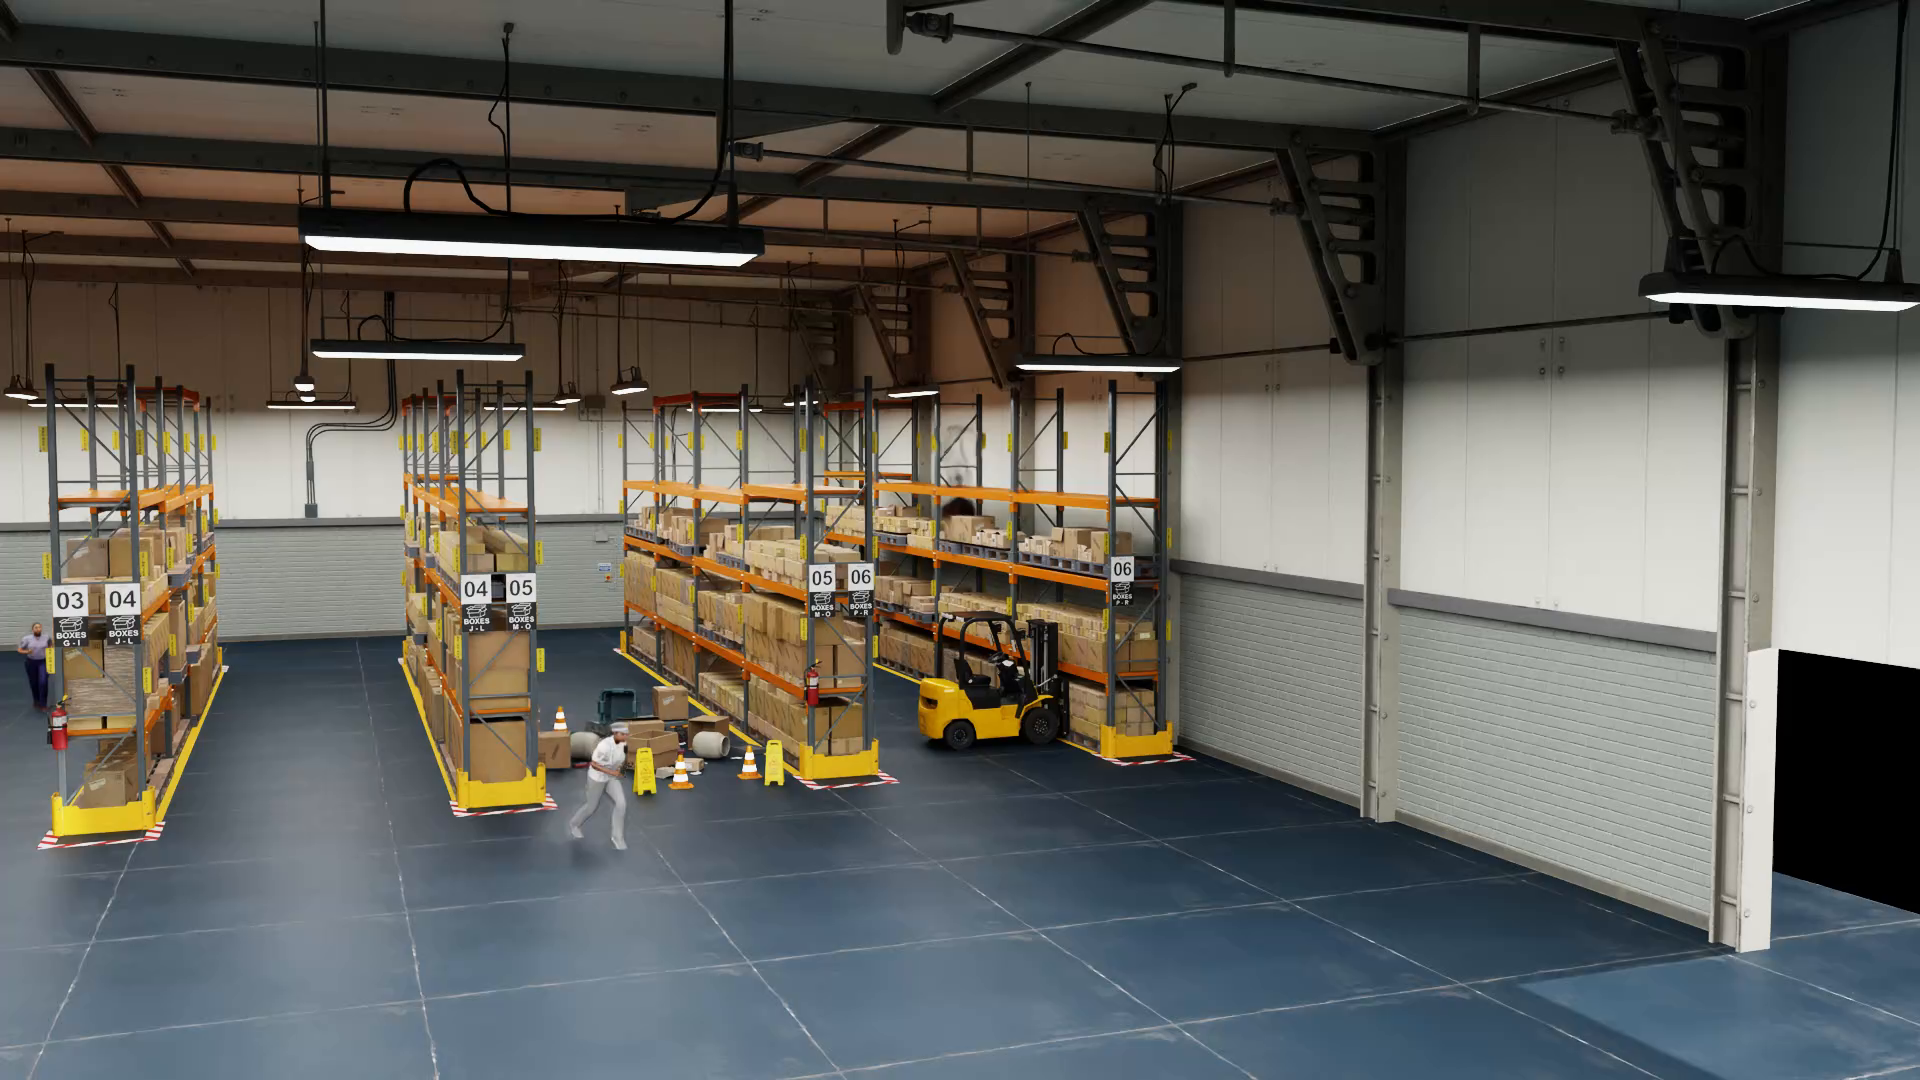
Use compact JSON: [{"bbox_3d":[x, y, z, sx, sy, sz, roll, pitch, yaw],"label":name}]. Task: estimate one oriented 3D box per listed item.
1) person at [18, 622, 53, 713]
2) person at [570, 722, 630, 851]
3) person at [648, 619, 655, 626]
[{"bbox_3d":[-17.254,2.380,31.053,0.582,1.685,0.826,-2,4,-30],"label":"person"},{"bbox_3d":[-4.475,3.030,20.679,0.983,1.623,0.616,2,4,31],"label":"person"},{"bbox_3d":[-7.451,1.779,41.132,1.023,1.616,0.533,1,4,18],"label":"person"}]
